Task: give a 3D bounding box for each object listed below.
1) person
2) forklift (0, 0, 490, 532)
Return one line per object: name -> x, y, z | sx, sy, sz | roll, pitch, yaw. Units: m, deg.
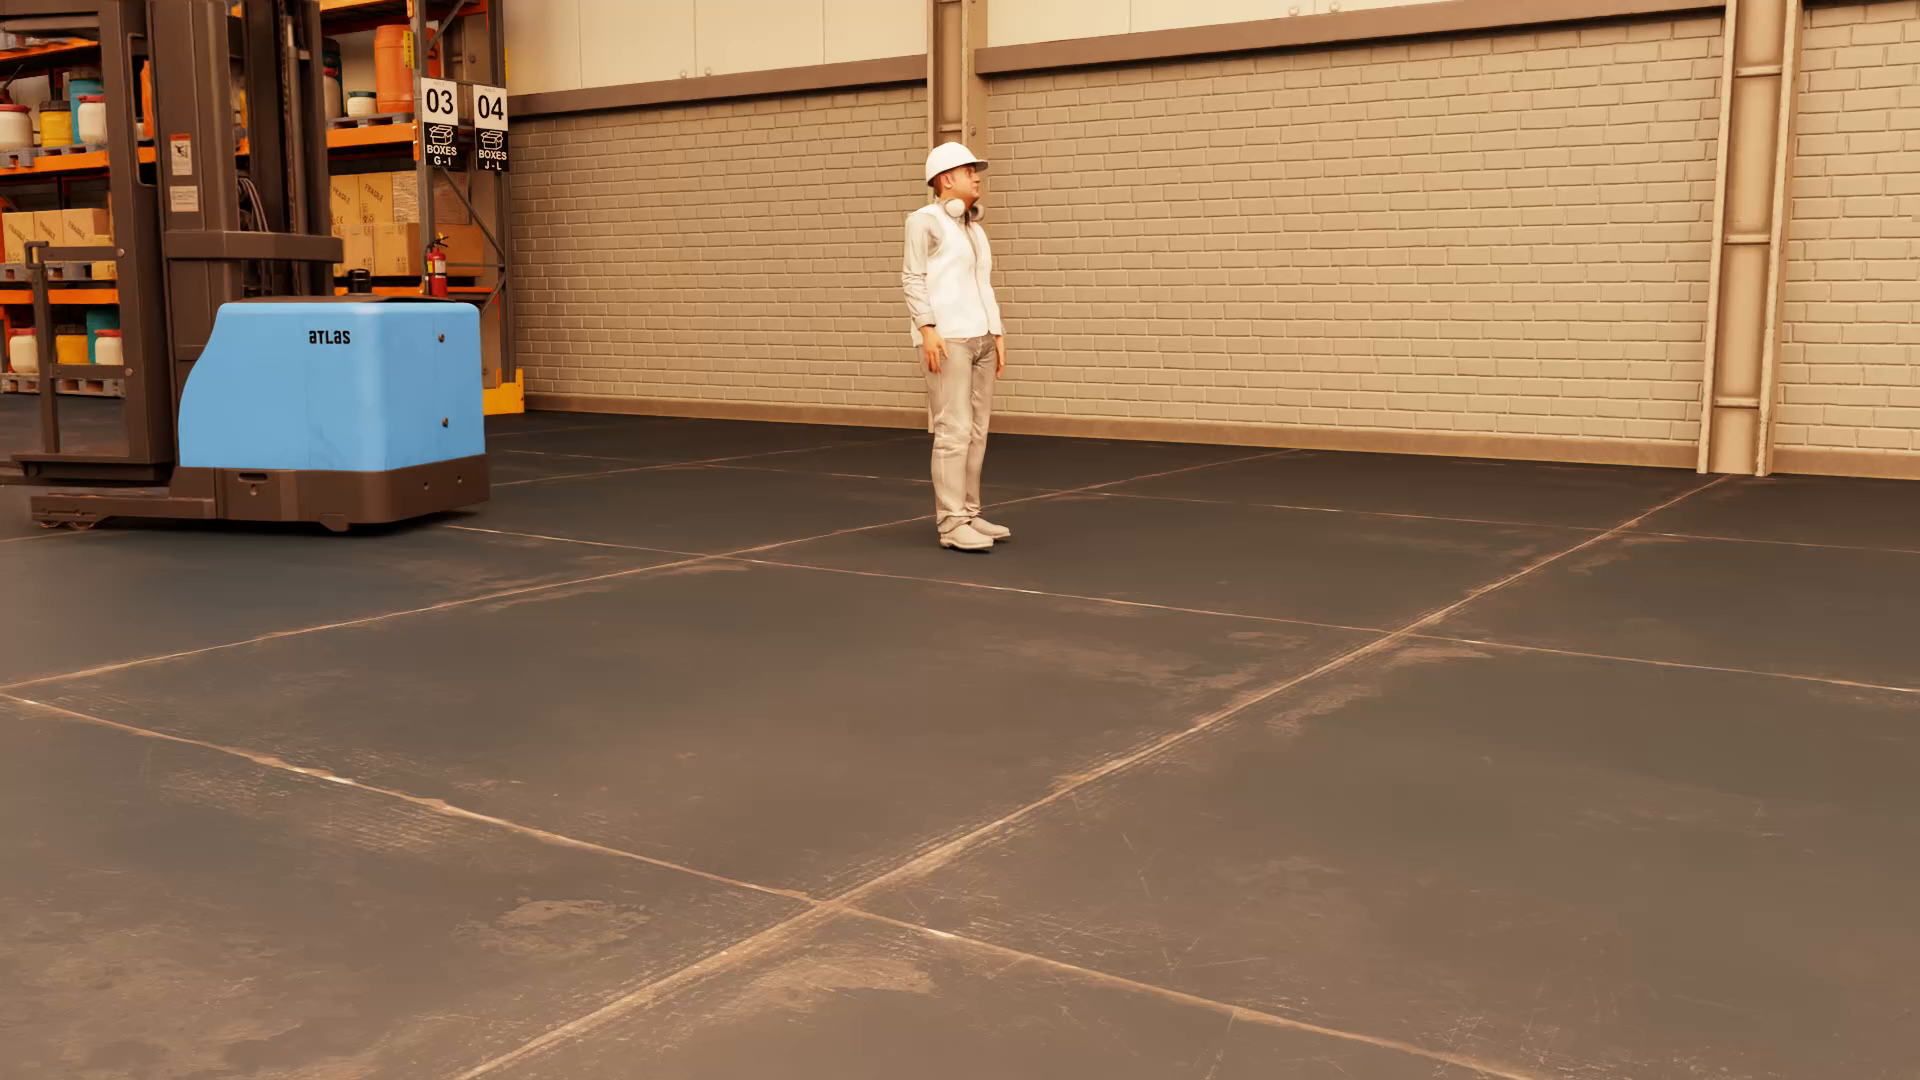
person -> 0.048, -0.880, 7.437 | 0.566, 1.775, 0.634 | 5, 10, 34
forklift -> -3.985, -1.572, 8.248 | 3.031, 2.935, 1.130 | 2, 8, 13
